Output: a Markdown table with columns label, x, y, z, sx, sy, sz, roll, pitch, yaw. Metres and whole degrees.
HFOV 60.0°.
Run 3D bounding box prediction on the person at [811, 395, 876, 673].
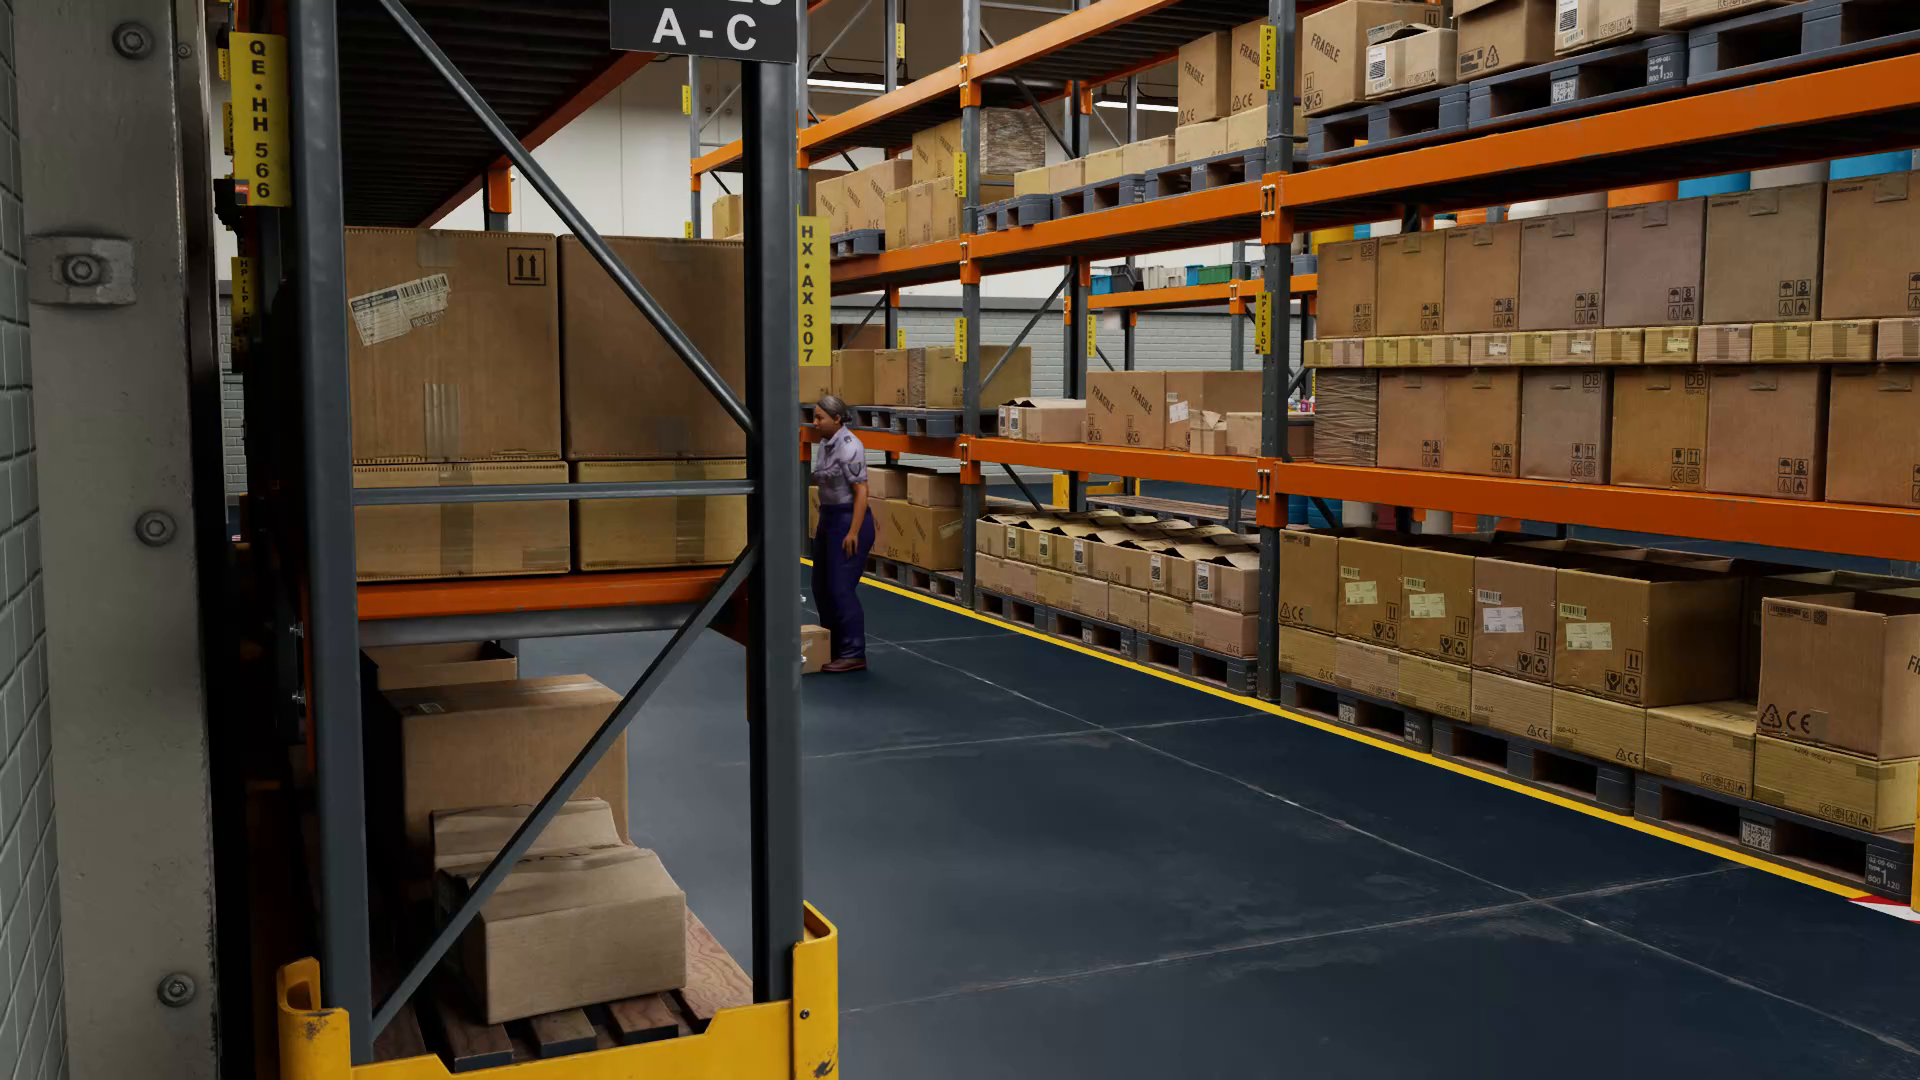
| label | x | y | z | sx | sy | sz | roll | pitch | yaw |
| --- | --- | --- | --- | --- | --- | --- | --- | --- | --- |
| person | -0.728 | -0.048 | 10.051 | 0.369 | 1.650 | 0.550 | -3 | 6 | -26 |
